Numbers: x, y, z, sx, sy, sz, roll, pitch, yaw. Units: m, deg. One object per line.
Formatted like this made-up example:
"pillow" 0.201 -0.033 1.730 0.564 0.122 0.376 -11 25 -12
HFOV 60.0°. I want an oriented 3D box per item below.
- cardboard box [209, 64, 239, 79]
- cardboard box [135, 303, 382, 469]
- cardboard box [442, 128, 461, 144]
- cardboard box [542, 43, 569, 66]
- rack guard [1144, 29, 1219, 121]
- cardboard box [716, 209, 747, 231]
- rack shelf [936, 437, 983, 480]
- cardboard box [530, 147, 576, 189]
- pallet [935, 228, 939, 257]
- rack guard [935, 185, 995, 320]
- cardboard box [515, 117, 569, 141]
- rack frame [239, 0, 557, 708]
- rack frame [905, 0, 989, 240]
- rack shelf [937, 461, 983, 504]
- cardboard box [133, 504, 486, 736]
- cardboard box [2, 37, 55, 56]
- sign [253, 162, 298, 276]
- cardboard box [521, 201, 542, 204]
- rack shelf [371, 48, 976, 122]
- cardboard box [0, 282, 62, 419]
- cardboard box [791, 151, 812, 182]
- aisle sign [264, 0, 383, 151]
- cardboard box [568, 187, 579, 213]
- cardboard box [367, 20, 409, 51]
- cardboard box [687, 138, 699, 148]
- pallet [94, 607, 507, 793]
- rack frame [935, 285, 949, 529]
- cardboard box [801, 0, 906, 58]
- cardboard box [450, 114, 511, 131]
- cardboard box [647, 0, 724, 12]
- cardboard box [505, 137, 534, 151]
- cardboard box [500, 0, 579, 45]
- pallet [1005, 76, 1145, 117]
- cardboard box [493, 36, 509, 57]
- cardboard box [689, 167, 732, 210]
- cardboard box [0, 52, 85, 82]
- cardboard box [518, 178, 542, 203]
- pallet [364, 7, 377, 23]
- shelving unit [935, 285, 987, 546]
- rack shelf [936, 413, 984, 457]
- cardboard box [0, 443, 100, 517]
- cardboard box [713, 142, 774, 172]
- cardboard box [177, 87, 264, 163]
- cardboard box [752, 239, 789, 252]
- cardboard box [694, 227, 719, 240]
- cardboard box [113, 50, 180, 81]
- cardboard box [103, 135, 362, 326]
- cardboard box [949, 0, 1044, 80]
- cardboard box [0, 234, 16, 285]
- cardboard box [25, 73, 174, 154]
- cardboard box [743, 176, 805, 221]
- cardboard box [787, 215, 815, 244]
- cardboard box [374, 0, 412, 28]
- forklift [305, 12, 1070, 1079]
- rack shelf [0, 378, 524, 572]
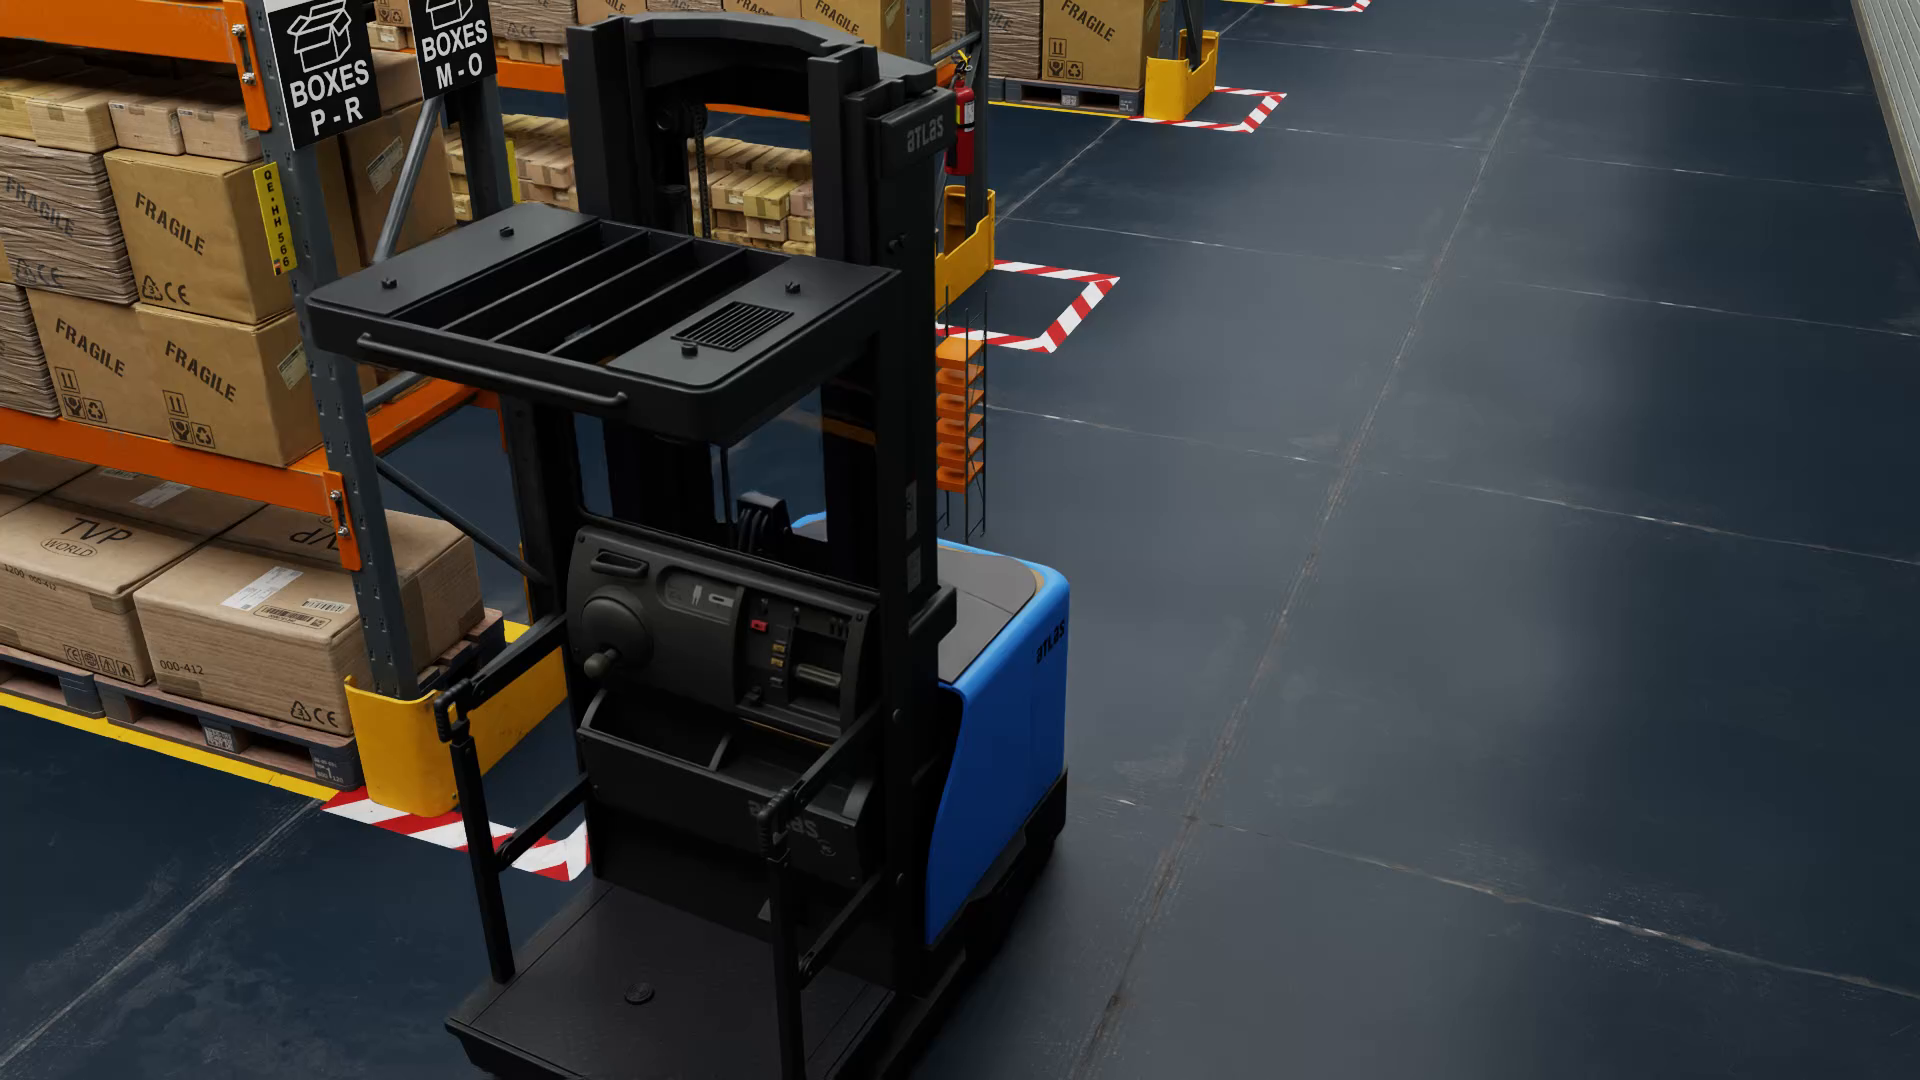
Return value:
"cardboard box" -2.326 -1.568 5.699 0.250 0.149 0.380 12 32 20
"cardboard box" -2.378 -0.611 5.681 0.500 0.500 0.500 11 31 19
"cardboard box" -3.529 -2.657 11.269 0.250 0.149 0.380 13 32 21
"cardboard box" -2.393 -3.082 10.410 0.250 0.149 0.380 13 32 21
"rack guard" 1.917 -4.025 14.363 0.348 0.500 1.175 11 31 19
"cardboard box" -1.353 -2.105 10.595 0.250 0.149 0.380 11 31 19
"rack shelf" -0.013 -0.382 7.540 0.180 0.103 0.258 11 31 19
"cardboard box" -2.588 -2.433 10.871 0.250 0.149 0.380 12 32 20
"pallet" -0.874 -1.841 10.793 1.213 0.211 1.003 11 31 19
"rack guard" -0.135 -1.801 10.427 0.348 0.500 1.175 11 31 19
"cardboard box" -2.858 -2.796 11.515 0.250 0.149 0.380 11 31 19
"rack frame" -1.832 -0.599 5.761 0.127 3.000 1.000 11 31 19
"rack frame" -0.064 -2.875 9.788 0.127 3.000 1.000 11 31 19
"rack shelf" -0.013 -0.277 7.599 0.180 0.103 0.258 11 31 19
"cardboard box" -2.481 0.257 6.424 0.875 0.438 0.875 10 31 17
"cardboard box" -3.253 -1.799 6.107 0.250 0.149 0.380 12 31 20
"sign" -2.049 -0.961 4.985 0.005 0.325 0.100 11 31 19
"cardboard box" -2.804 -2.247 11.147 0.250 0.149 0.380 11 31 18
"rack shelf" -1.917 -2.932 10.619 4.000 0.370 1.077 11 31 19
"cardboard box" -3.318 -0.801 6.018 0.500 0.500 0.500 12 32 21
"cardboard box" -0.908 -2.428 10.864 0.250 0.149 0.380 11 31 19
"aisle sign" -1.882 -1.576 4.848 0.004 0.787 0.394 11 31 19
"cardboard box" -2.342 -2.250 10.850 0.250 0.149 0.380 11 31 19
"cardboard box" -3.631 -3.304 10.802 0.250 0.149 0.380 12 32 21
"cardboard box" -1.918 -2.565 11.105 0.250 0.149 0.380 11 31 19
"pallet" -2.602 0.503 6.646 1.213 0.211 1.003 11 31 19
"rack frame" -0.098 -0.542 7.489 0.006 1.200 0.240 11 31 19
"cardboard box" -0.577 -3.013 9.629 0.500 0.500 0.500 12 32 20
"cardboard box" -3.343 -2.868 11.642 0.250 0.149 0.380 12 32 21
"cardboard box" -1.526 -3.201 9.960 0.500 0.500 0.500 11 31 19
"cardboard box" -3.044 -2.555 11.088 0.250 0.149 0.380 11 31 18
"cardboard box" -2.492 -3.383 10.283 0.500 0.500 0.500 11 31 18
"pallet" 1.124 -4.016 14.640 1.213 0.211 1.003 11 31 19
"cardboard box" -2.848 -3.211 10.639 0.250 0.149 0.380 10 31 17
"cardboard box" -1.635 -2.222 10.498 0.250 0.149 0.380 12 32 21
"cardboard box" -3.188 -1.527 5.626 0.250 0.149 0.380 11 31 19
"cardboard box" -2.798 -2.387 11.093 0.250 0.149 0.380 10 31 17
"pallet" -4.424 -3.739 11.511 1.213 0.211 1.003 11 31 19
"shelving unit" -0.013 -0.525 7.459 0.189 1.200 0.258 11 31 19
"rack shelf" -0.013 -0.486 7.481 0.180 0.103 0.258 11 31 19
"cardboard box" -4.167 -0.076 7.013 0.875 0.438 0.875 10 31 18
"cardboard box" -1.422 -2.492 10.977 0.250 0.149 0.380 13 32 21
"cardboard box" -2.240 -1.335 5.287 0.250 0.149 0.380 12 32 20
"cardboard box" -1.119 -1.908 10.548 0.250 0.149 0.380 11 31 19
"cardboard box" -1.613 -1.967 10.651 0.250 0.149 0.380 10 31 17
"cardboard box" -2.775 -1.709 5.948 0.250 0.149 0.380 10 31 17
"cardboard box" -2.368 -1.058 5.456 0.500 0.500 0.500 12 32 21
"cardboard box" 0.428 -4.626 14.618 0.875 0.875 0.875 11 31 19
"cardboard box" -3.320 -1.235 5.768 0.500 0.500 0.500 11 31 19
"cardboard box" -2.755 -1.381 5.367 0.250 0.149 0.380 11 31 19
"cardboard box" -1.149 -2.120 10.319 0.250 0.149 0.380 11 31 18
"cardboard box" -0.883 -1.986 10.384 0.250 0.149 0.380 11 31 18
"cardboard box" -3.407 -3.581 10.634 0.500 0.500 0.500 11 31 18
"forklift" -0.753 0.292 4.254 1.130 2.935 3.031 14 32 24
"rack shelf" -3.685 -0.656 6.593 4.000 0.370 1.077 11 31 19
